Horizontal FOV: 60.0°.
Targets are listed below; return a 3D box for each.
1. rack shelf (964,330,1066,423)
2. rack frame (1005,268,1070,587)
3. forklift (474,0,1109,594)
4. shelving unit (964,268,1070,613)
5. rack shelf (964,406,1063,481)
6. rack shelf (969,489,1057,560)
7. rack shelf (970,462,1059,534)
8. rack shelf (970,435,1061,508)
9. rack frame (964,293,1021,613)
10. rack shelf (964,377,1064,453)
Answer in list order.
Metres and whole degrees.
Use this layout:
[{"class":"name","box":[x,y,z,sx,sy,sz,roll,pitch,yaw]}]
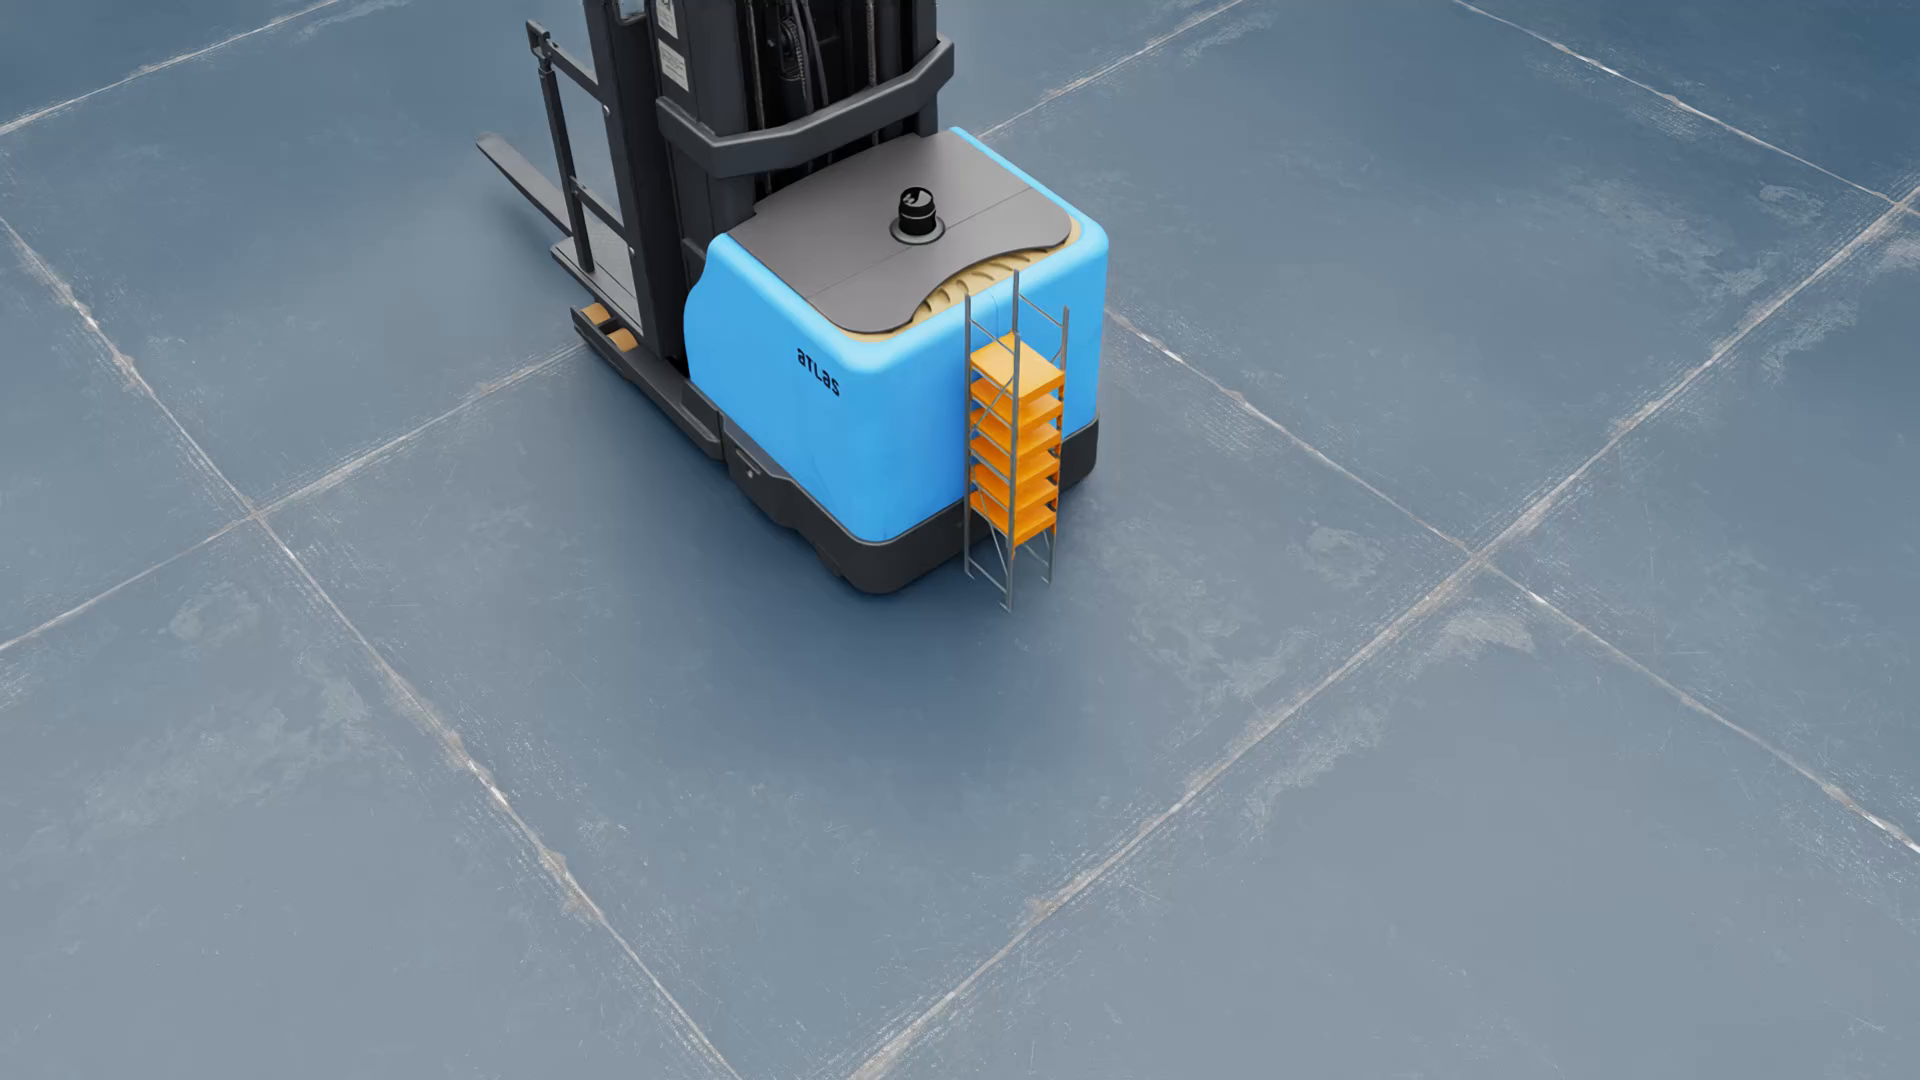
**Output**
[{"class":"rack shelf","box":[0.163,-0.489,4.955,0.180,0.103,0.258,-31,54,-25]},{"class":"rack frame","box":[0.234,-0.318,5.227,0.006,1.200,0.240,-31,54,-25]},{"class":"forklift","box":[-0.837,-1.840,5.454,1.130,2.935,3.031,-31,54,-25]},{"class":"shelving unit","box":[0.163,-0.275,5.187,0.189,1.200,0.258,-31,54,-25]},{"class":"rack shelf","box":[0.163,-0.326,5.132,0.180,0.103,0.258,-31,54,-25]},{"class":"rack shelf","box":[0.163,-0.082,5.397,0.180,0.103,0.258,-31,54,-25]},{"class":"rack shelf","box":[0.163,-0.164,5.308,0.180,0.103,0.258,-31,54,-25]},{"class":"rack shelf","box":[0.163,-0.245,5.220,0.180,0.103,0.258,-31,54,-25]},{"class":"rack frame","box":[0.092,-0.233,5.148,0.006,1.200,0.240,-31,54,-25]},{"class":"rack shelf","box":[0.163,-0.408,5.044,0.180,0.103,0.258,-31,54,-25]}]
